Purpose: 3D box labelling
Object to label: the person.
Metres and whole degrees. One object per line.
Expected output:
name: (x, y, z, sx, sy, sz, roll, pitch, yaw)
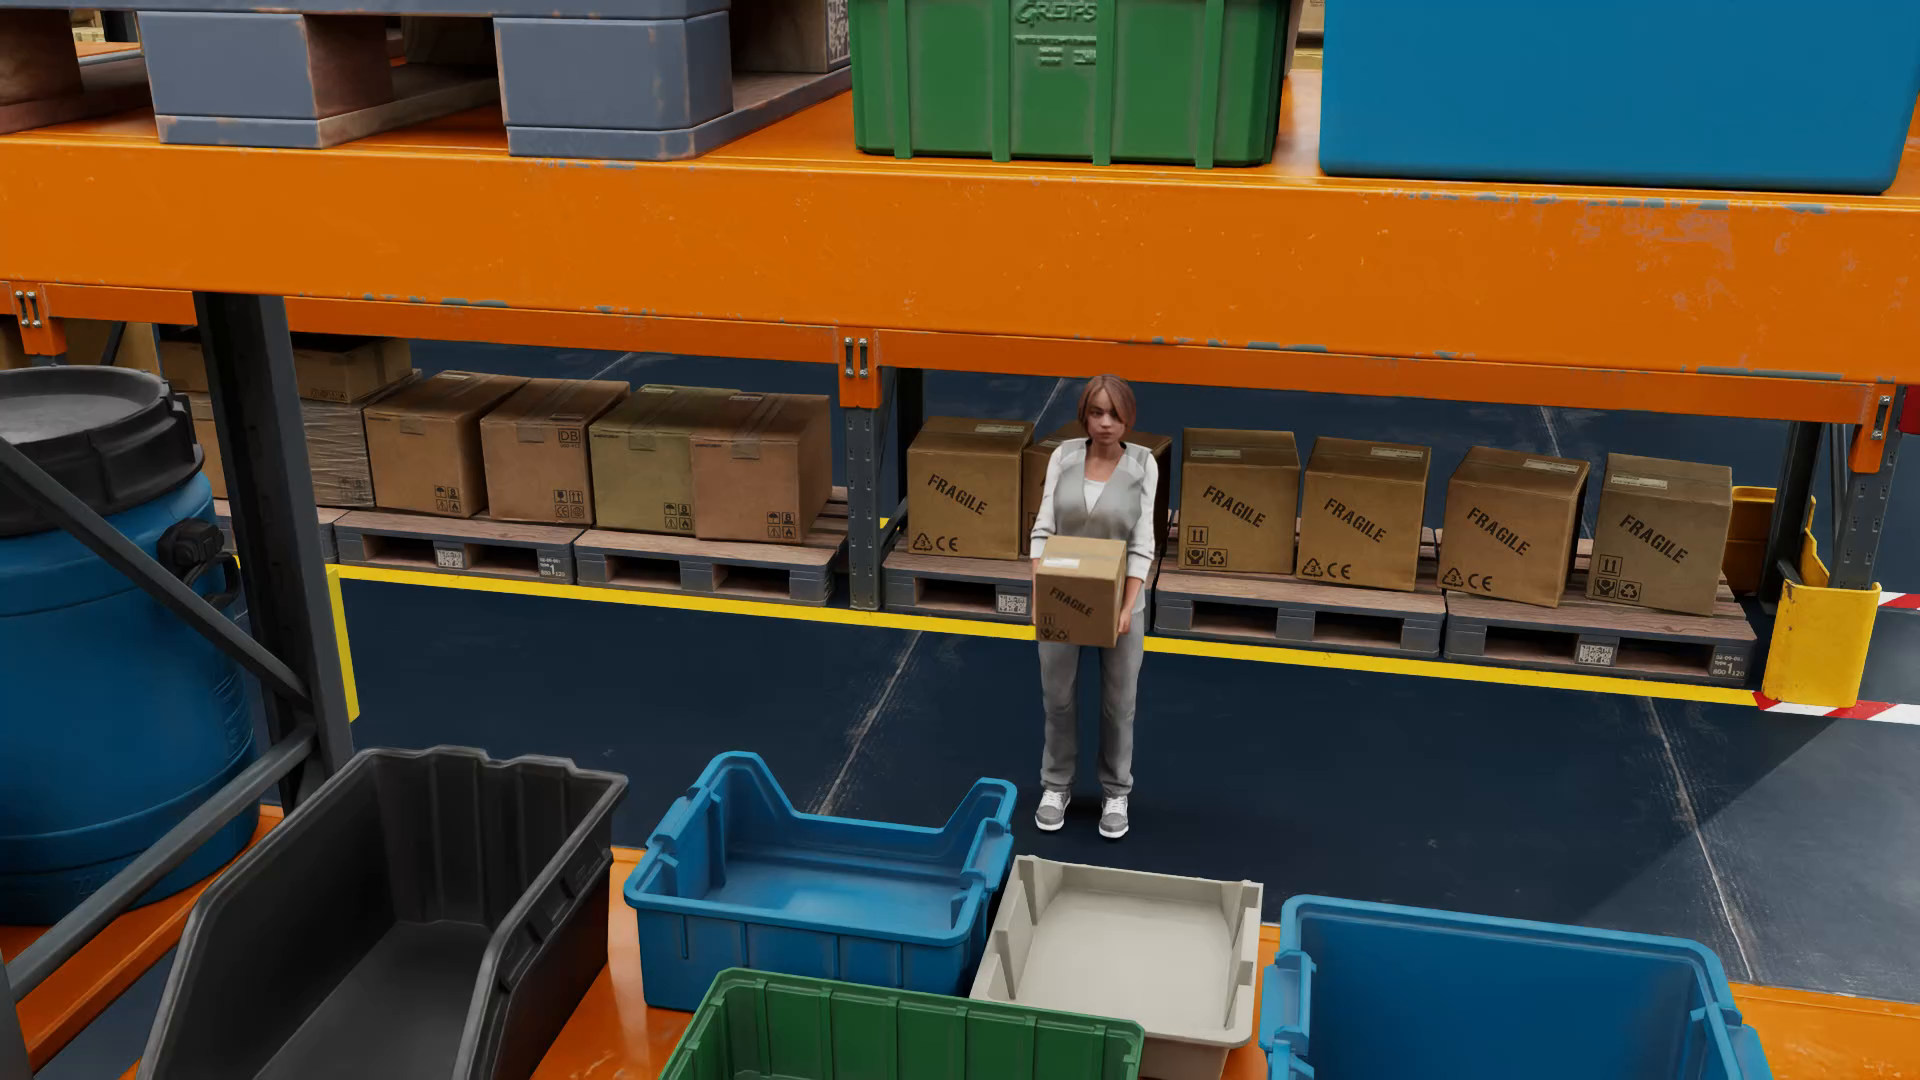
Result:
person: (-8.682, -2.528, 6.485, 19.048, 6.001, 25.090, 5, 22, 12)
